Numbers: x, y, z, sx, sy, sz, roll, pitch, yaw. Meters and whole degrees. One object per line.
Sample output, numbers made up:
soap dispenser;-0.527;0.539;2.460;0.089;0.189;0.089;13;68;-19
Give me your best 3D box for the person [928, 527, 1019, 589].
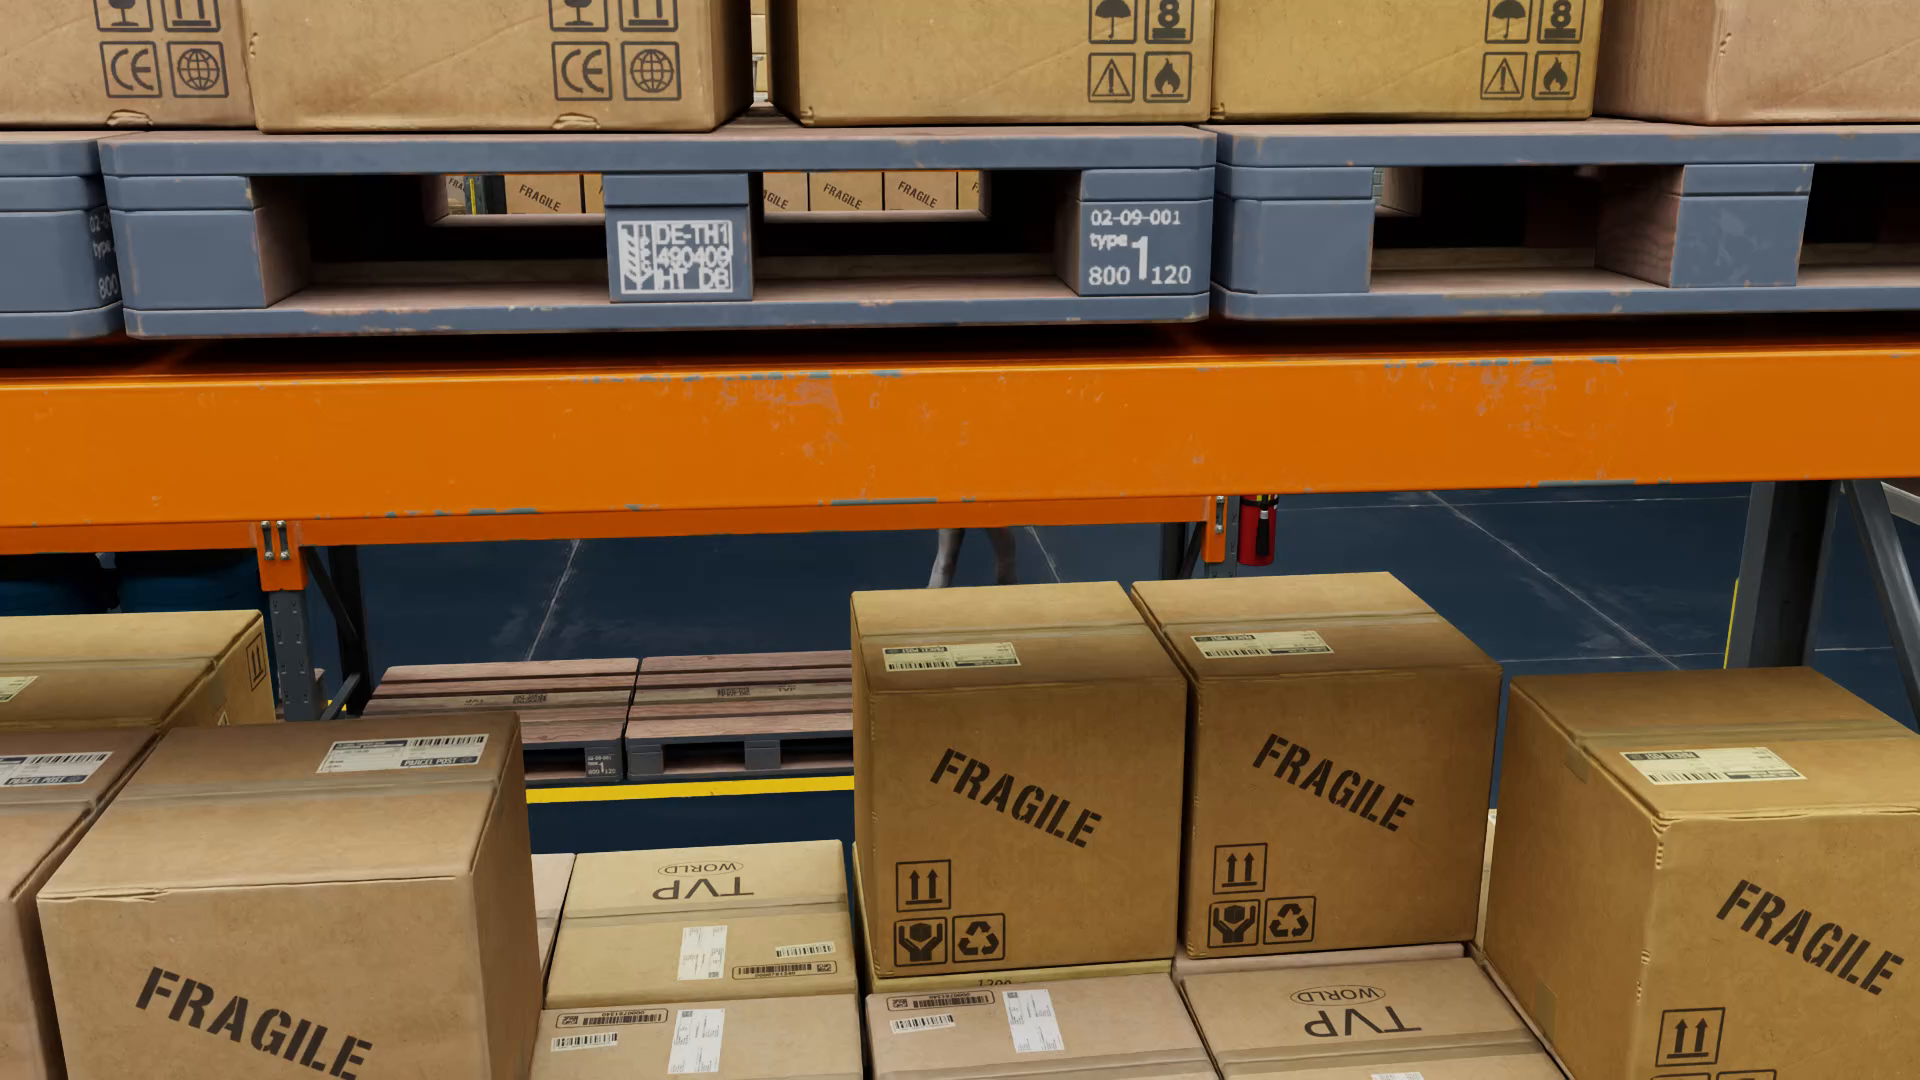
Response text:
person;0.114;-0.223;8.944;0.487;1.535;0.889;9;19;26
